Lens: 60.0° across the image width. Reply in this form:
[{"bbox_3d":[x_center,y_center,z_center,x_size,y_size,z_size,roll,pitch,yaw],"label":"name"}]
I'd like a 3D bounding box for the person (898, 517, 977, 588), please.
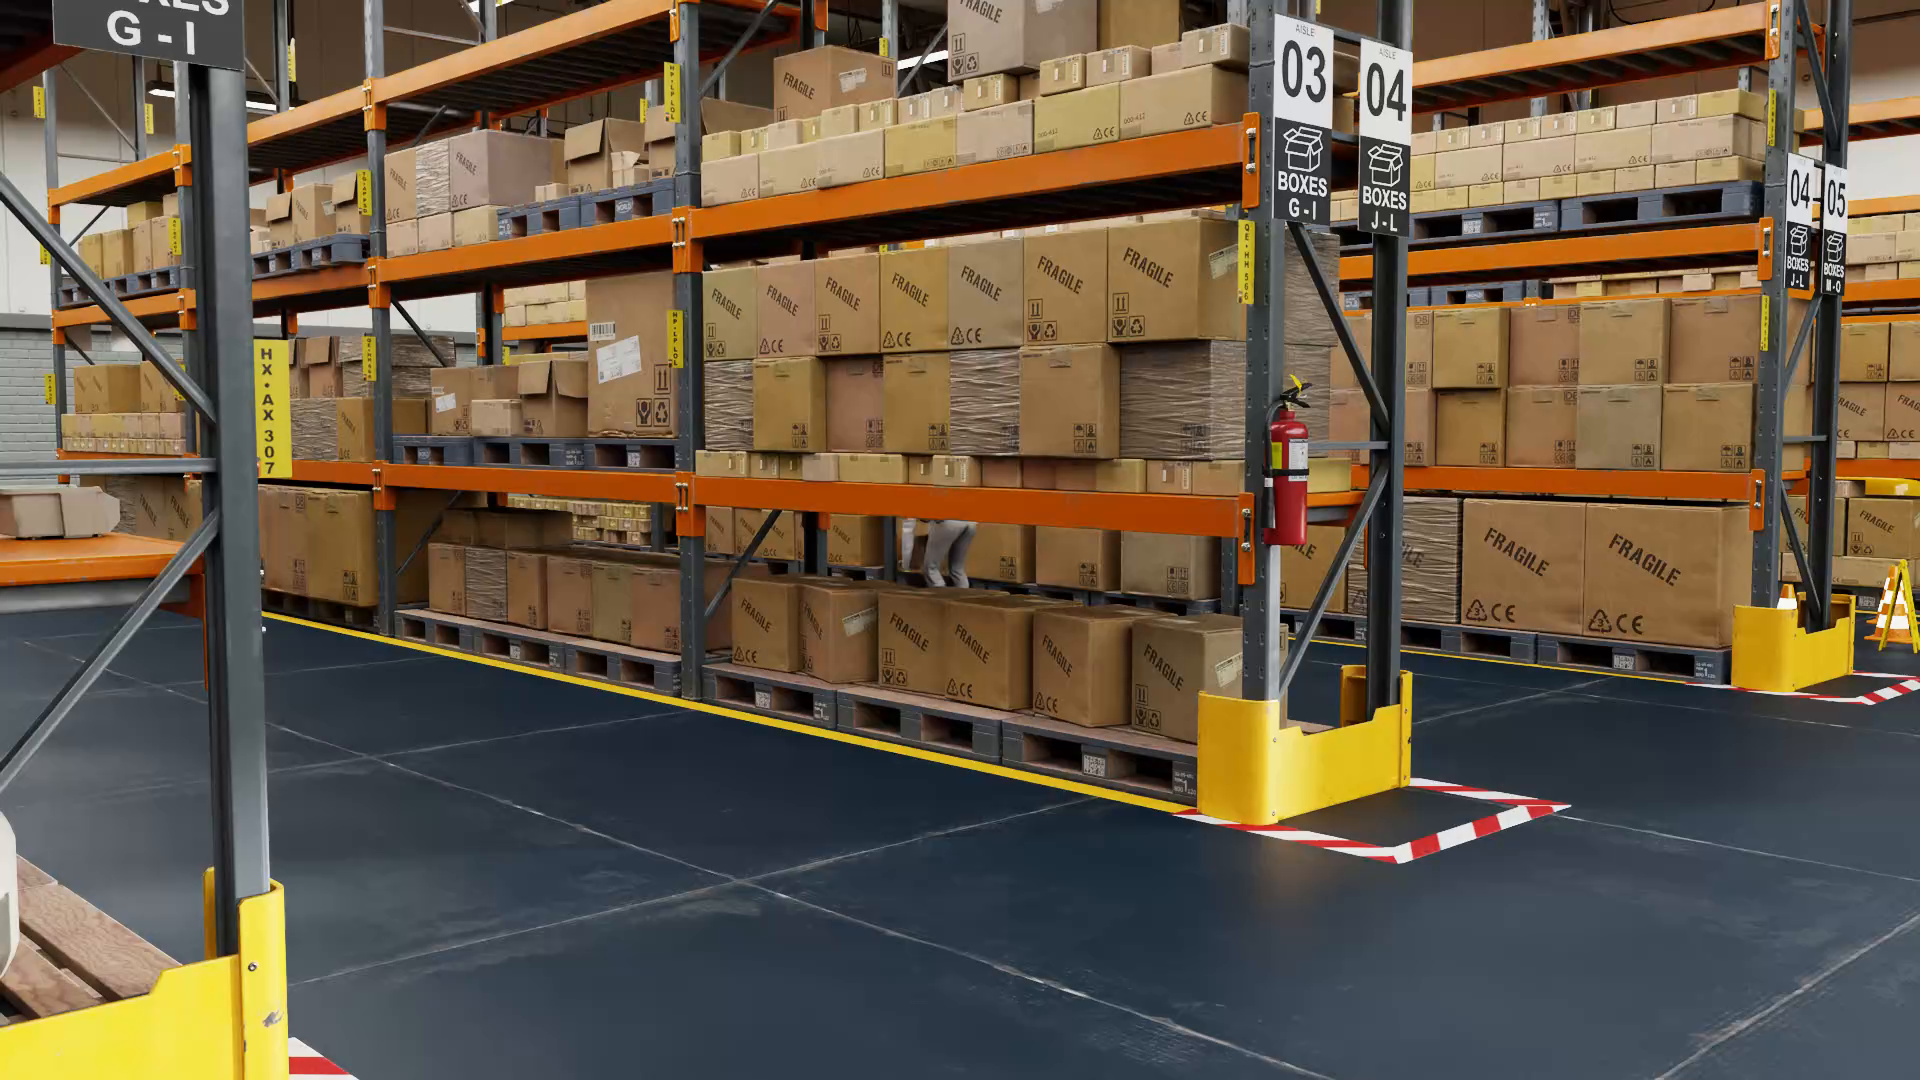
[{"bbox_3d":[-0.247,0.032,13.169,0.887,1.306,0.408,4,6,44],"label":"person"}]
